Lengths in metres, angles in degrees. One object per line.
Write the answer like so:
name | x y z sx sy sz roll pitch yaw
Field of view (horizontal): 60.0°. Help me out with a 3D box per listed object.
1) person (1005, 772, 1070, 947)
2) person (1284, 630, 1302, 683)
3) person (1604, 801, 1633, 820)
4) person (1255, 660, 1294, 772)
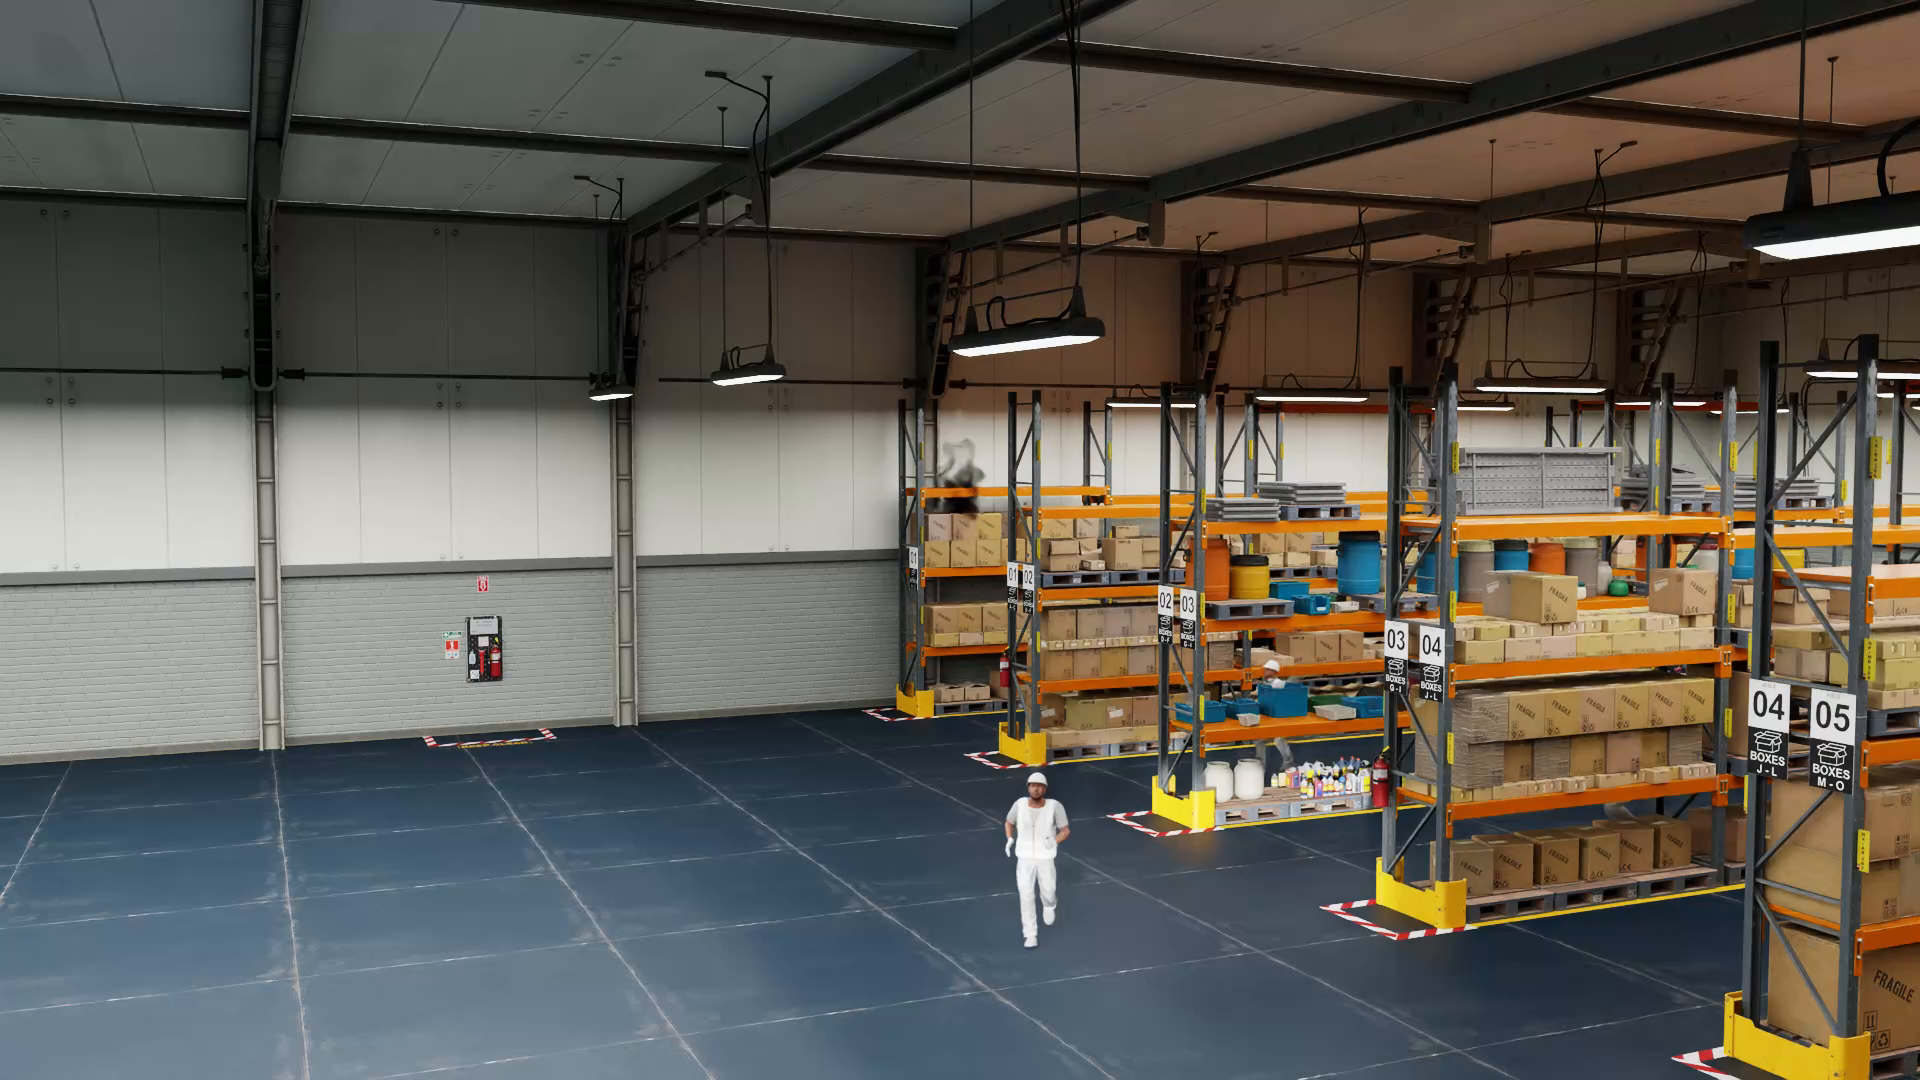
person | 0.789 3.280 17.247 0.696 1.750 0.818 1 3 10
person | 6.330 2.503 31.317 0.772 1.641 0.570 -2 4 -27
person | 8.379 3.040 21.283 0.553 1.737 0.638 -1 4 -21
person | 4.887 2.777 25.783 0.789 1.837 0.630 -2 4 -30
